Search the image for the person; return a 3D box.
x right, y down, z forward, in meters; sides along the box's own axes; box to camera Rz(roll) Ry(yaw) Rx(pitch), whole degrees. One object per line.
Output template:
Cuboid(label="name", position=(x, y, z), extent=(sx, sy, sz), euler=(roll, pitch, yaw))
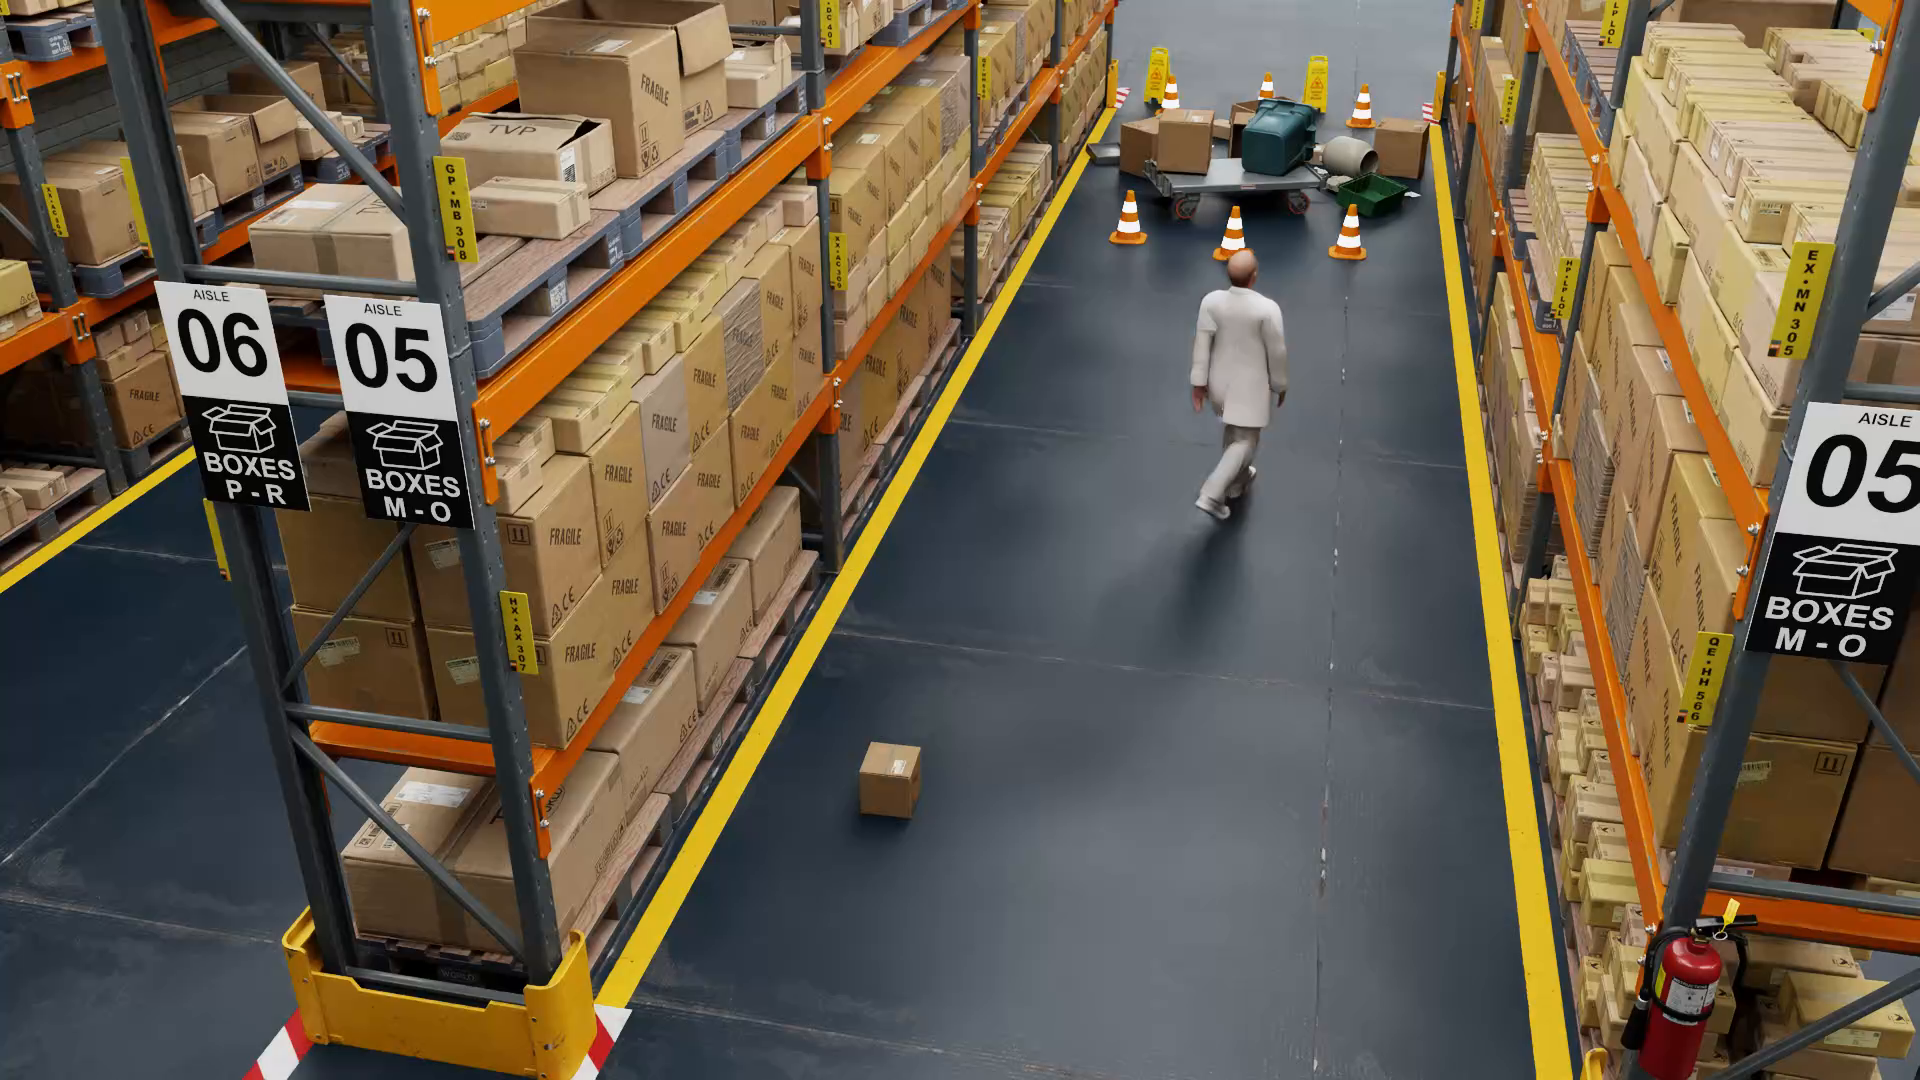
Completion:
Cuboid(label="person", position=(1.742, -0.973, 10.430), extent=(0.580, 1.739, 1.017), euler=(19, 34, 32))
